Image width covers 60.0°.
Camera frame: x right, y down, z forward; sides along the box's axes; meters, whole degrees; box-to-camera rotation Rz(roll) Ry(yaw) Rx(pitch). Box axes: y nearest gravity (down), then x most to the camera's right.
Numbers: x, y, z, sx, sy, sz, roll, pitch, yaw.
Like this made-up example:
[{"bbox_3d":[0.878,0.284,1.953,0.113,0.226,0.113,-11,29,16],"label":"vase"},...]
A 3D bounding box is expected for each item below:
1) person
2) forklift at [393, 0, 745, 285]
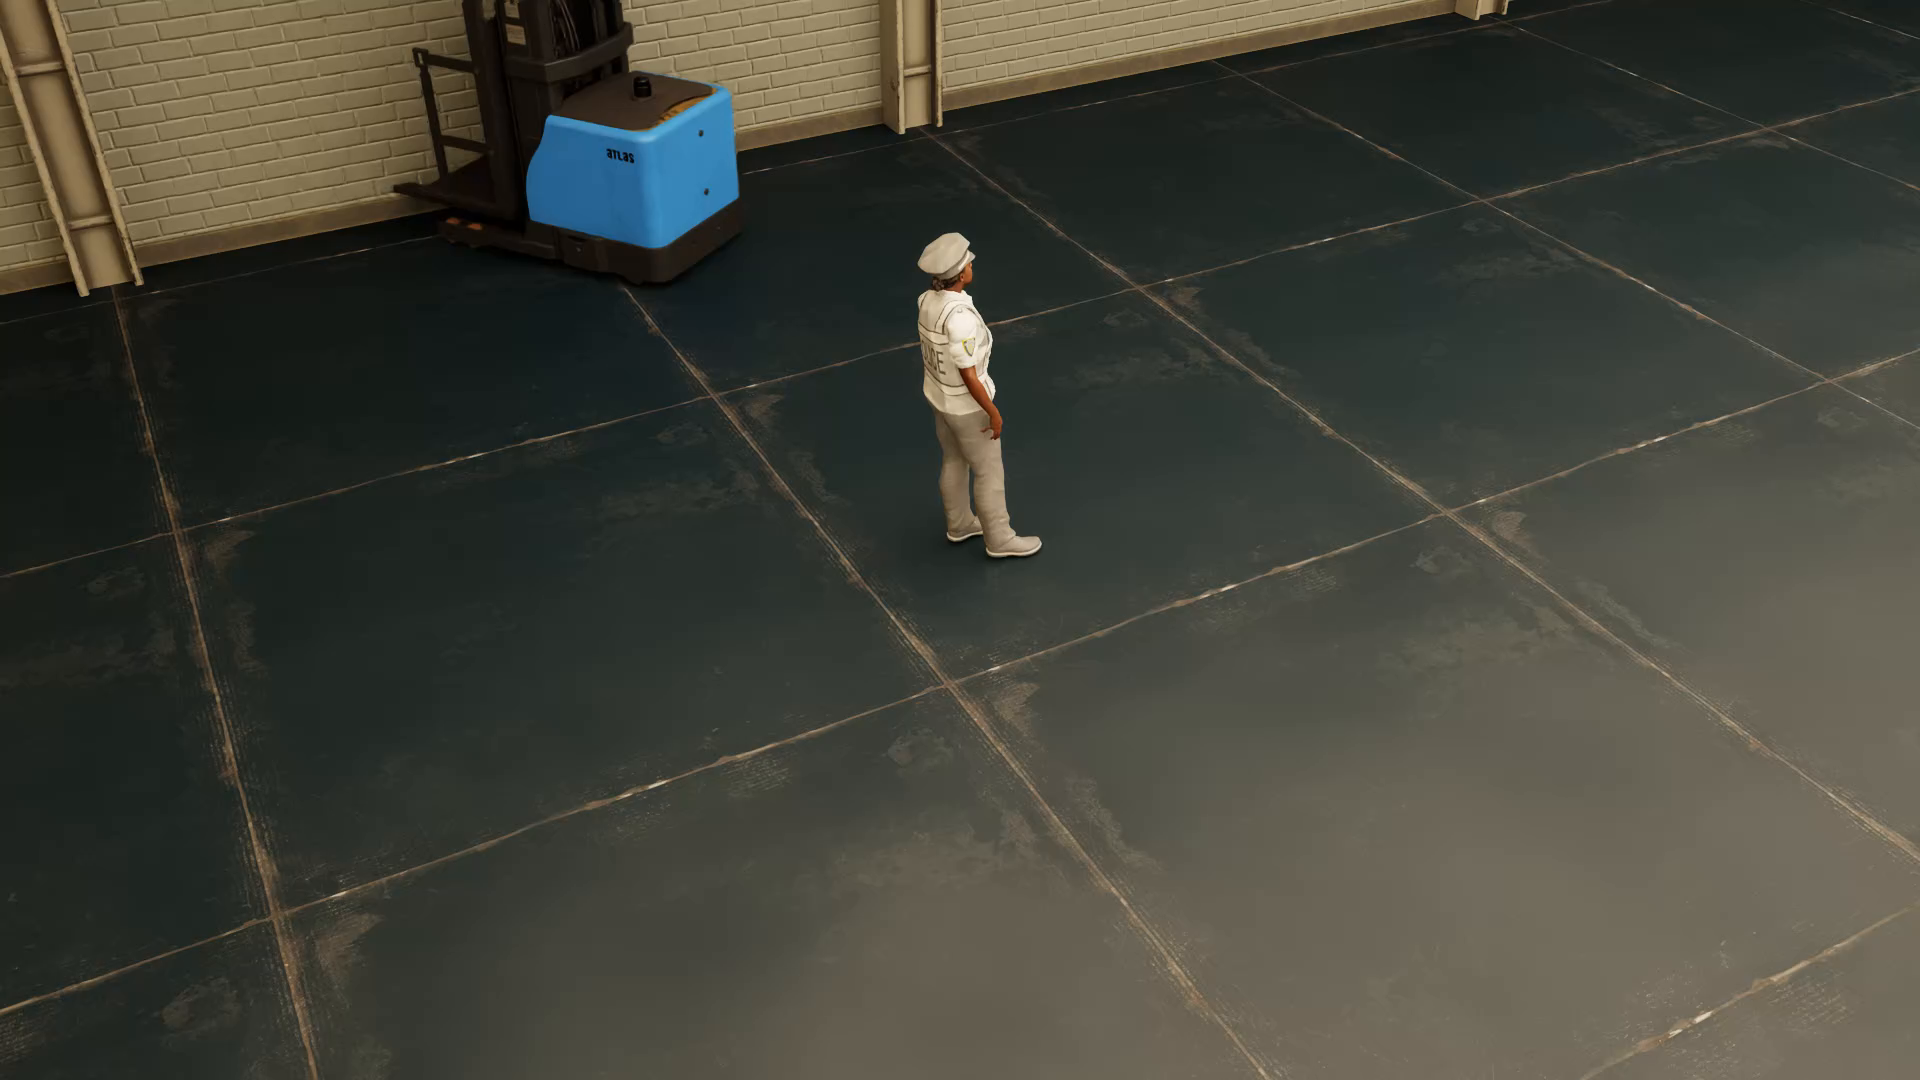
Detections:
[{"bbox_3d":[0.075,-0.707,8.184,0.530,1.692,0.569,-17,39,-23],"label":"person"},{"bbox_3d":[-3.057,-3.473,11.036,3.031,2.935,1.130,16,38,22],"label":"forklift"}]
